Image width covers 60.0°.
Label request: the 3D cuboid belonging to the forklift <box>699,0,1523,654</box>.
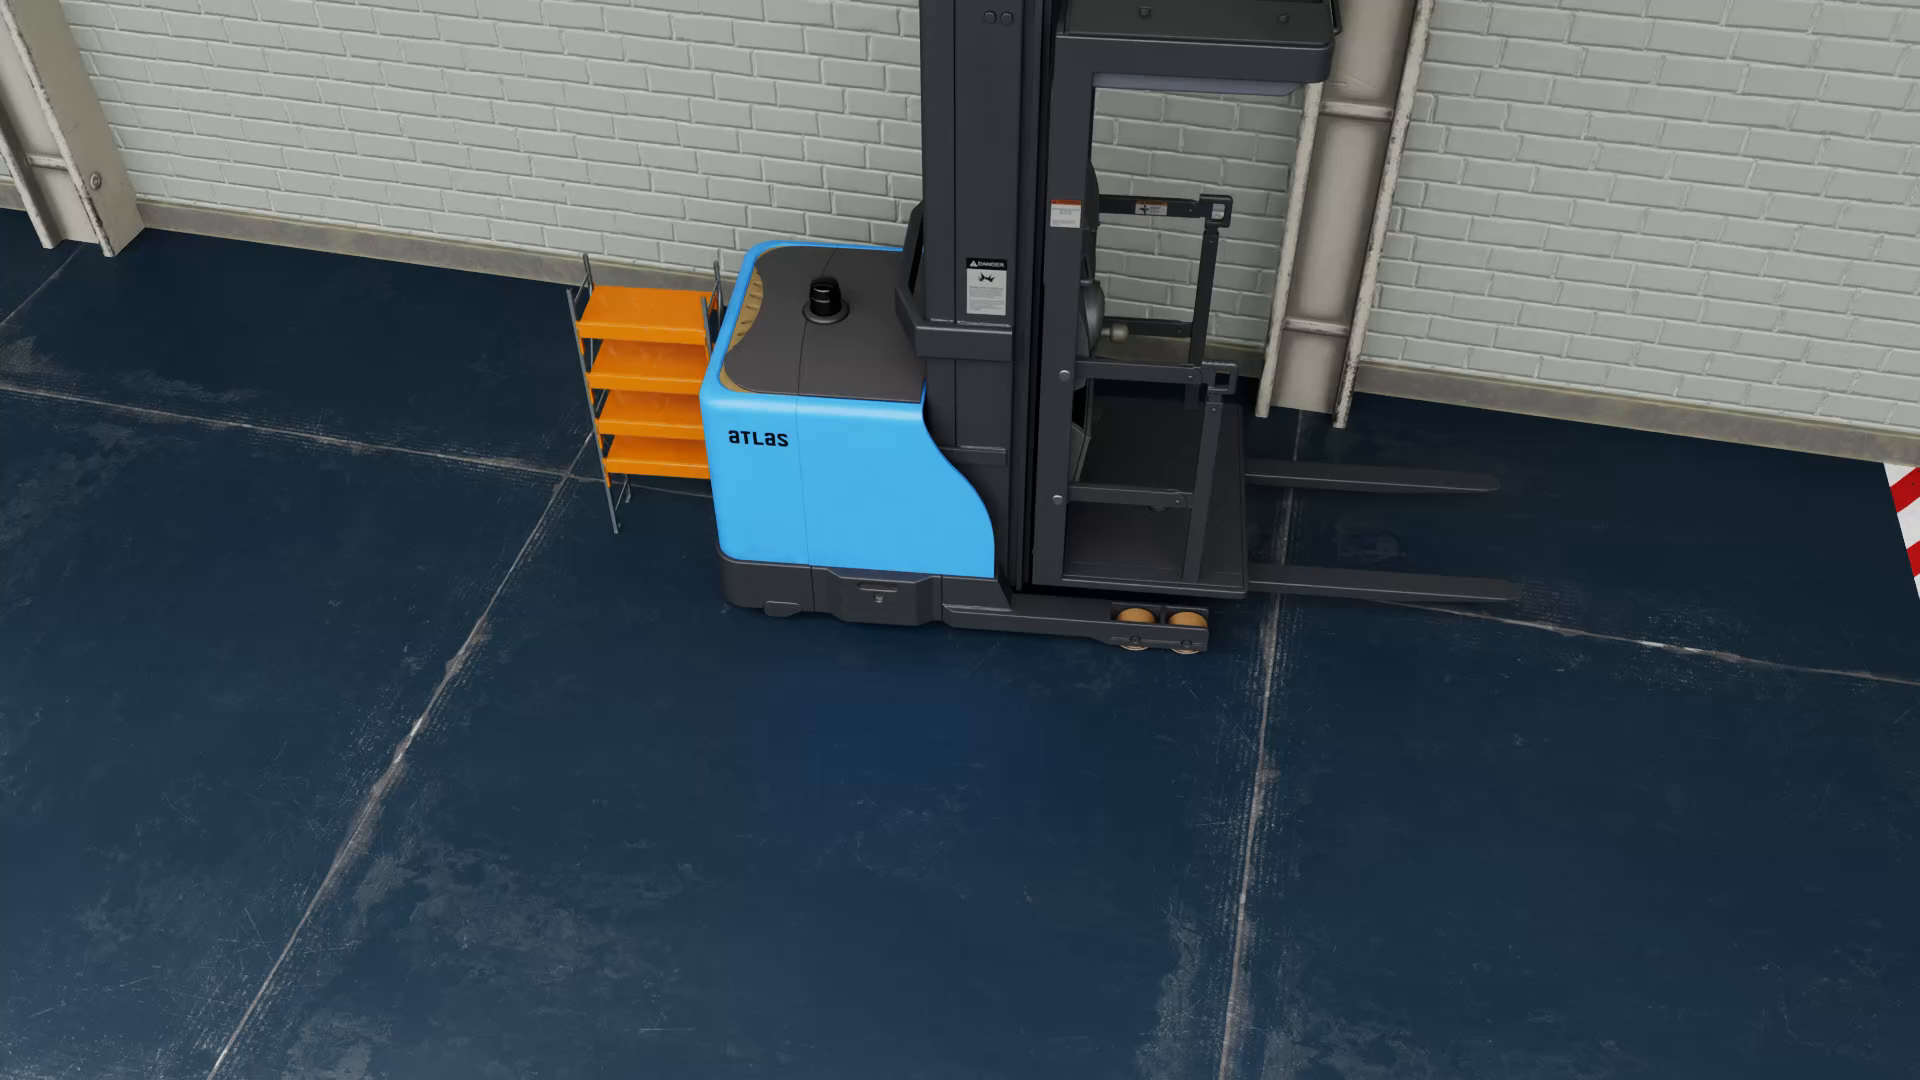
[{"bbox_3d":[0.627,-1.013,5.689,3.031,2.935,1.130,4,44,4],"label":"forklift"}]

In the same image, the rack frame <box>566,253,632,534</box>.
[{"bbox_3d":[-1.389,-0.542,6.447,0.015,1.200,0.240,4,44,4],"label":"rack frame"}]

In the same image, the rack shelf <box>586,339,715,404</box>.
[{"bbox_3d":[-1.146,-0.638,6.322,0.480,0.148,0.258,4,44,4],"label":"rack shelf"}]

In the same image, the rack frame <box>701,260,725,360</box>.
[{"bbox_3d":[-0.903,-0.509,6.413,0.015,1.200,0.240,4,44,4],"label":"rack frame"}]

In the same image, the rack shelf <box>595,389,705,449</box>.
[{"bbox_3d":[-1.146,-0.477,6.477,0.480,0.148,0.258,4,44,4],"label":"rack shelf"}]

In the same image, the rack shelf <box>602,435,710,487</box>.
[{"bbox_3d":[-1.146,-0.334,6.615,0.480,0.148,0.258,4,44,4],"label":"rack shelf"}]

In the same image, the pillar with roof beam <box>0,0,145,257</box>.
[{"bbox_3d":[-5.273,-1.858,2.191,0.400,9.000,9.100,9,45,9],"label":"pillar with roof beam"}]

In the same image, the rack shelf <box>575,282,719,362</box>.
[{"bbox_3d":[-1.146,-0.808,6.158,0.480,0.148,0.258,4,44,4],"label":"rack shelf"}]

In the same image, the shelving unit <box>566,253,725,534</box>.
[{"bbox_3d":[-1.146,-0.525,6.430,0.503,1.200,0.258,4,44,4],"label":"shelving unit"}]

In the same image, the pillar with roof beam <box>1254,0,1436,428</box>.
[{"bbox_3d":[0.582,-0.949,1.247,0.400,9.000,9.100,9,45,9],"label":"pillar with roof beam"}]
